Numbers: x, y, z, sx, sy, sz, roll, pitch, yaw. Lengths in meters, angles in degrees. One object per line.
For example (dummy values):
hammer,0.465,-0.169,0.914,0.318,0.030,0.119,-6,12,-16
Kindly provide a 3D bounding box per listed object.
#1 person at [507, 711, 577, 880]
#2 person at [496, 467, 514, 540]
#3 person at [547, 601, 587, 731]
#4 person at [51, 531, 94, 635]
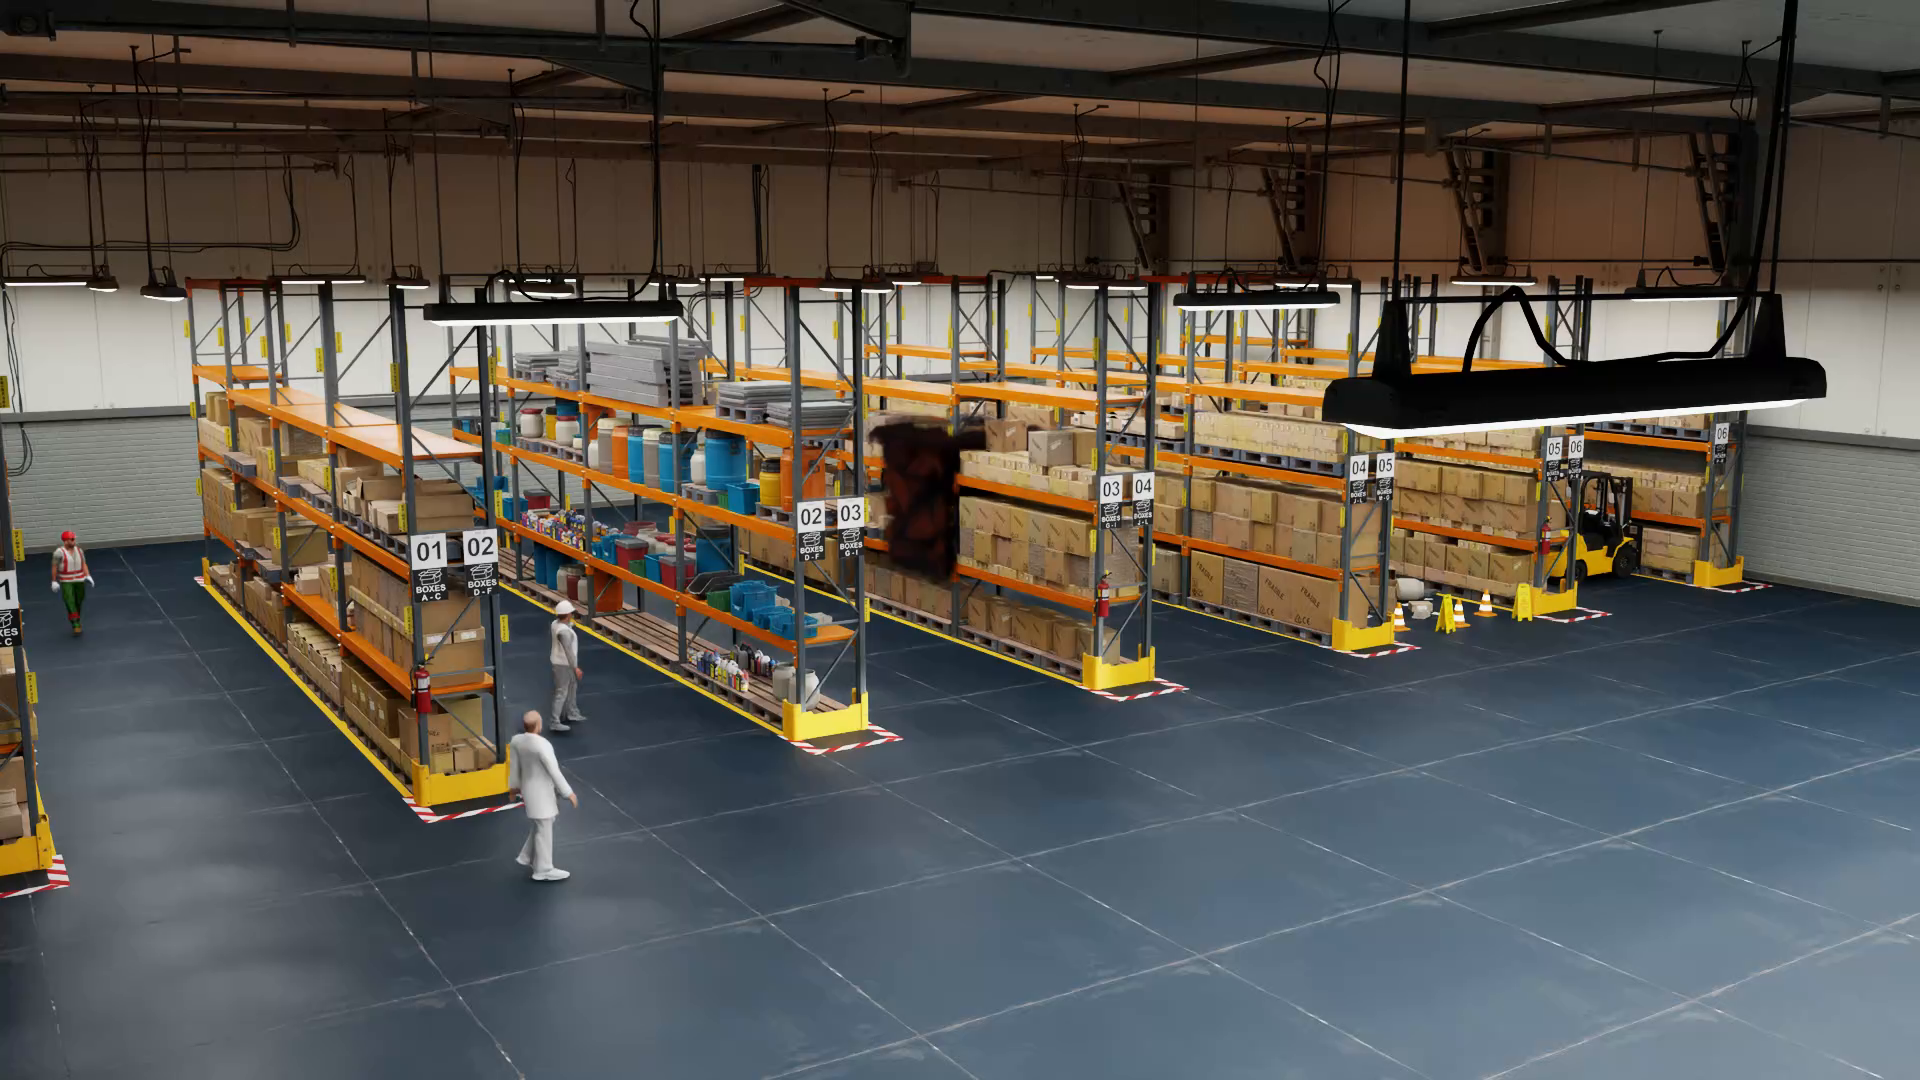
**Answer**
person,-4.297,2.615,17.144,0.584,1.786,0.643,-6,11,-30
person,-10.448,-0.843,37.919,0.984,1.680,0.565,8,13,41
person,-5.385,1.694,22.695,0.547,1.799,0.680,-3,10,-15
person,-15.173,0.707,28.438,0.641,1.735,1.049,-8,12,-39
